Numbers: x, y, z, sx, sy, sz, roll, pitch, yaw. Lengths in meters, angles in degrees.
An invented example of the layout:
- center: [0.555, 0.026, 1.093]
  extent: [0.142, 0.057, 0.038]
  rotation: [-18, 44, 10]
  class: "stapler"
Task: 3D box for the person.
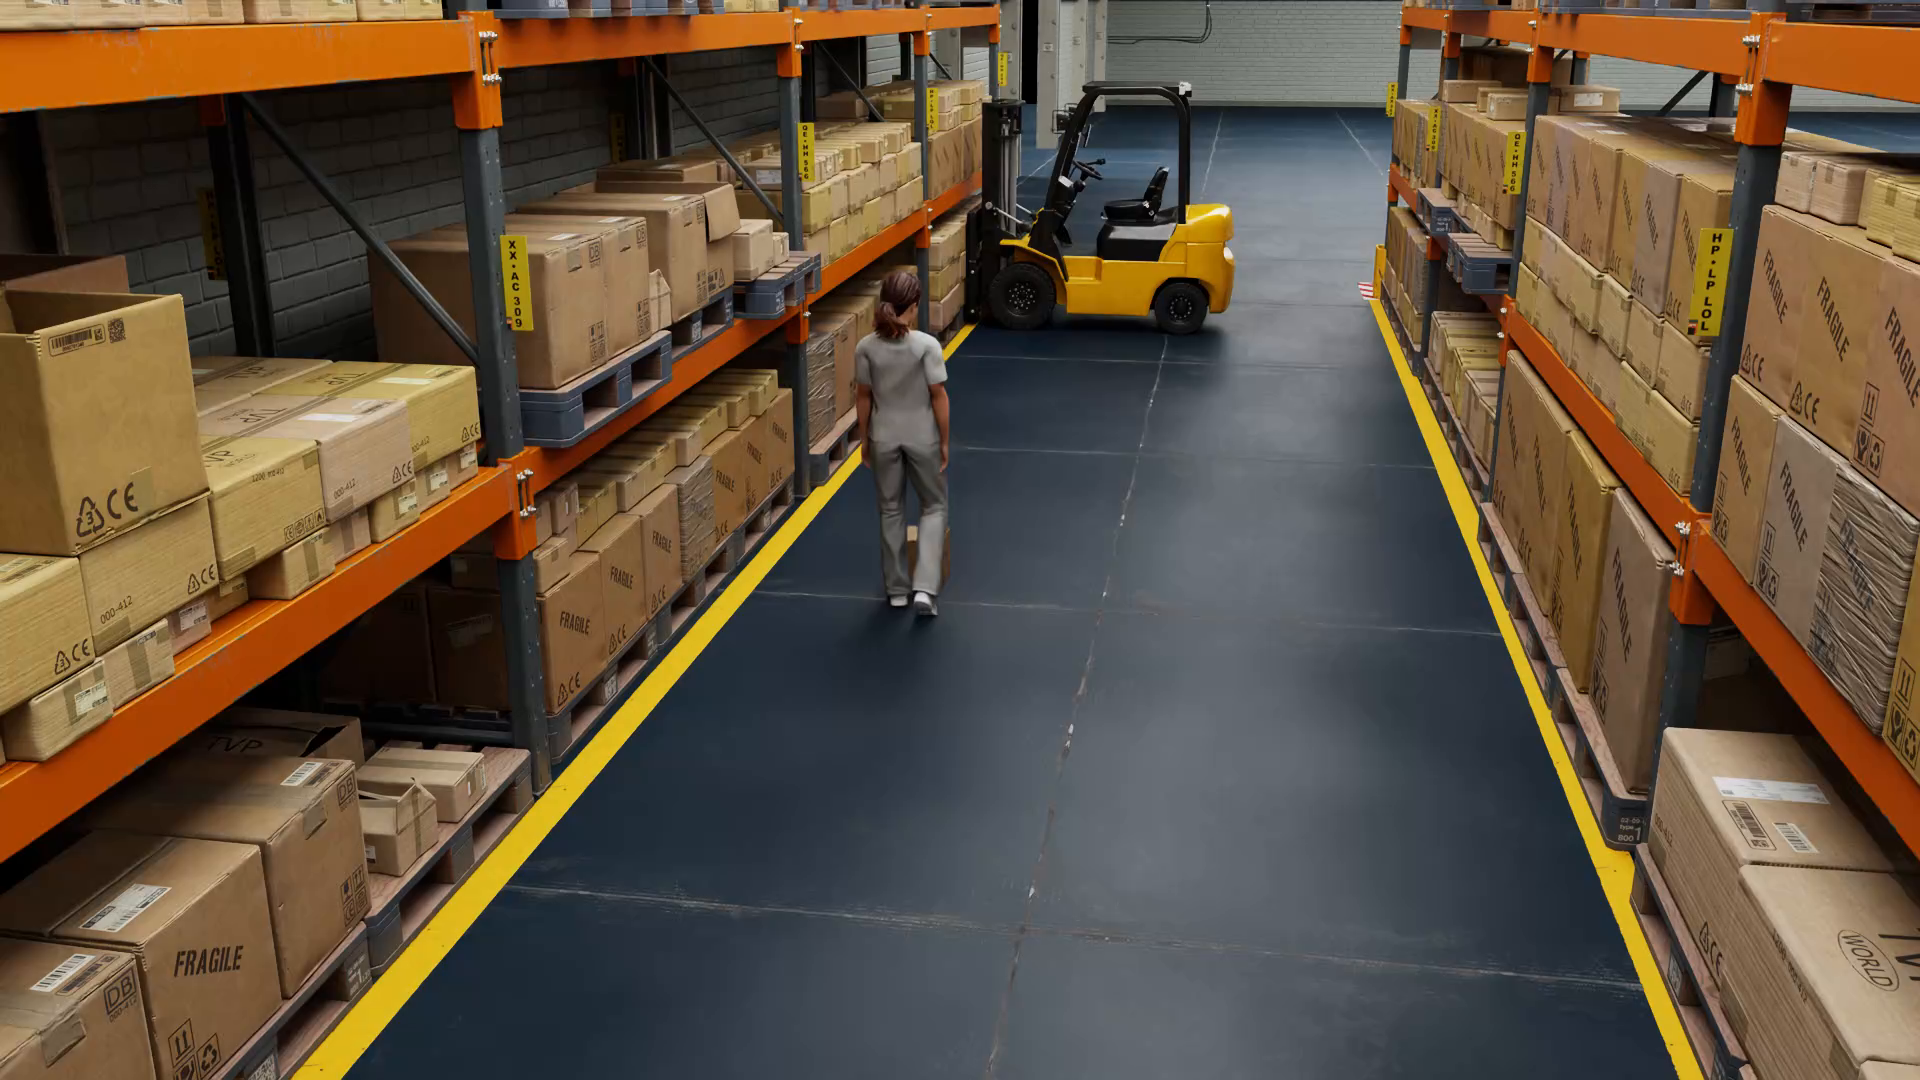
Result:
- center: [-0.262, -0.432, 7.993]
  extent: [0.456, 1.746, 0.530]
  rotation: [3, 18, 8]
  class: "person"
